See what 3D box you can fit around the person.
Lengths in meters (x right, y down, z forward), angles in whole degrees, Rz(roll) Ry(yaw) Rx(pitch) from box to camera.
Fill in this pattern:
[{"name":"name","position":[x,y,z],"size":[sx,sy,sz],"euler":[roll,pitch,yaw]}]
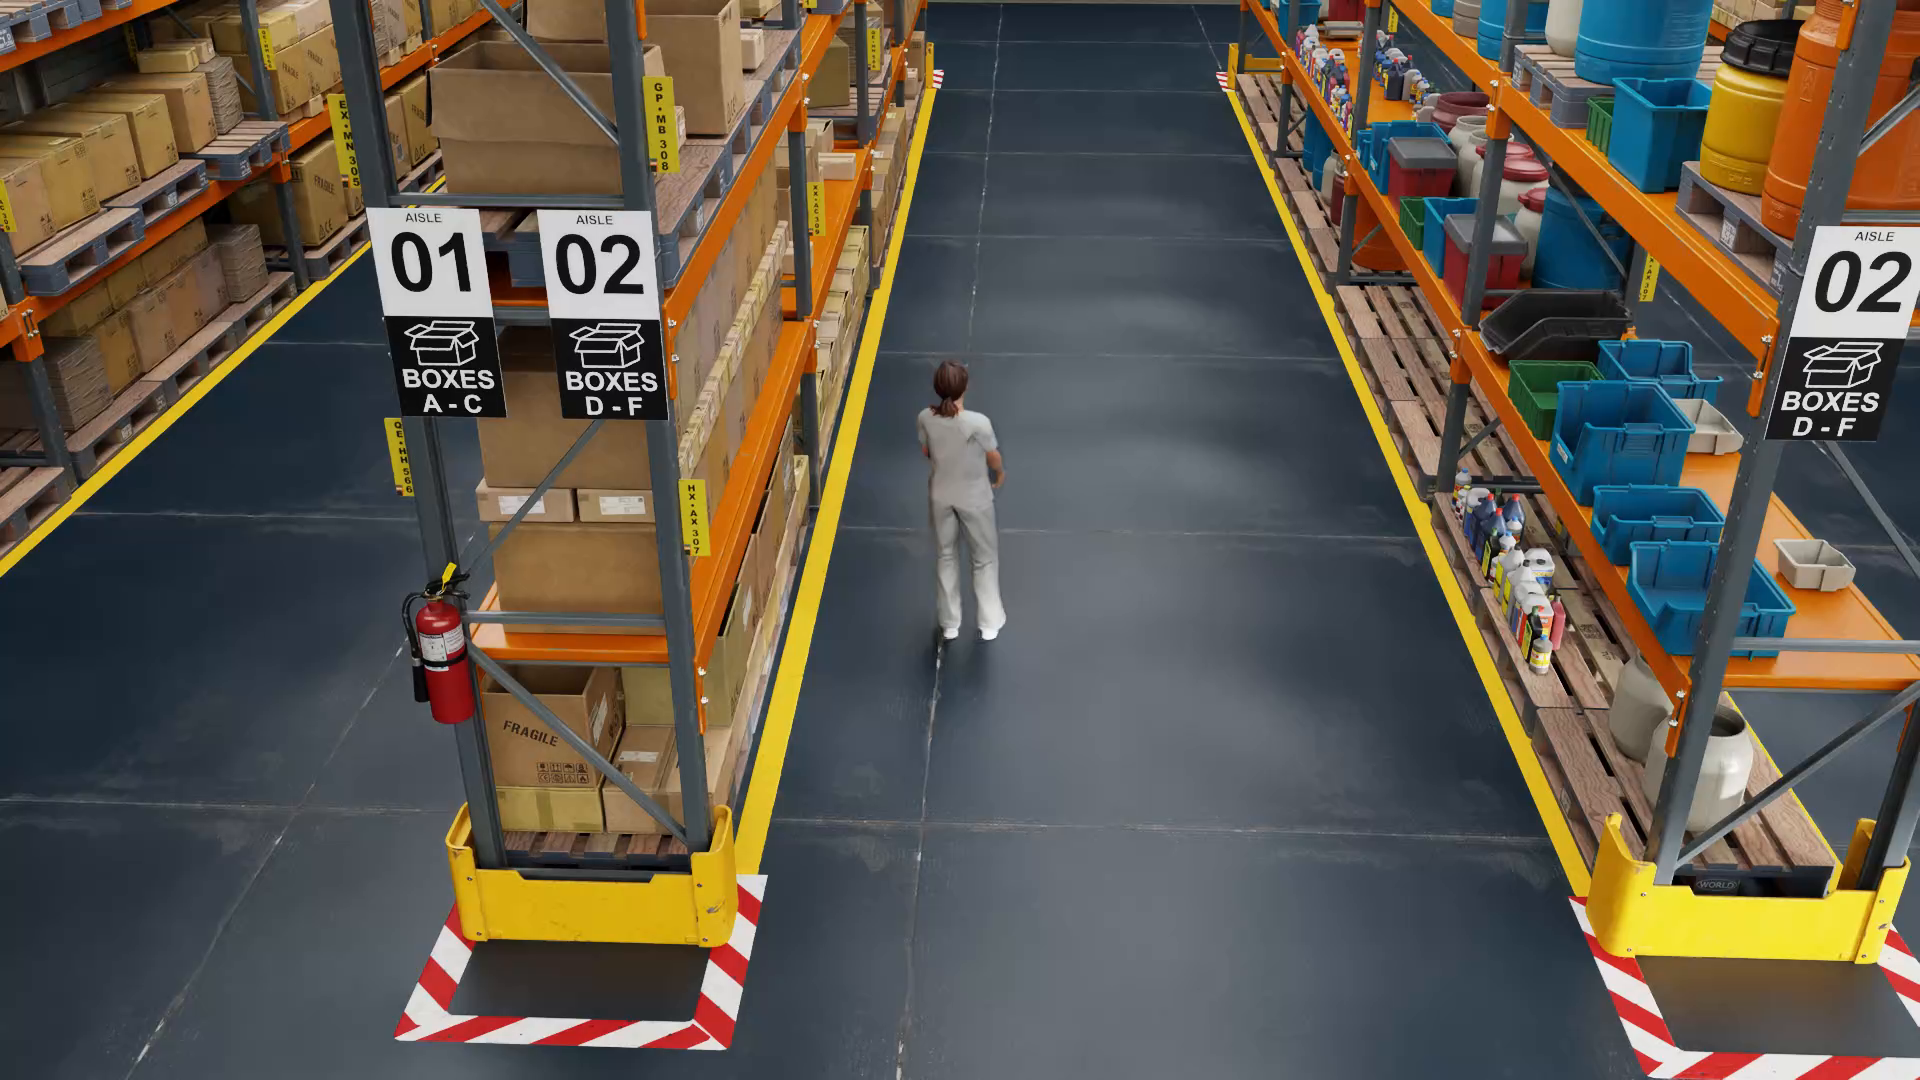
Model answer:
[{"name":"person","position":[0.017,-0.235,9.060],"size":[0.465,1.677,0.525],"euler":[11,30,20]}]
